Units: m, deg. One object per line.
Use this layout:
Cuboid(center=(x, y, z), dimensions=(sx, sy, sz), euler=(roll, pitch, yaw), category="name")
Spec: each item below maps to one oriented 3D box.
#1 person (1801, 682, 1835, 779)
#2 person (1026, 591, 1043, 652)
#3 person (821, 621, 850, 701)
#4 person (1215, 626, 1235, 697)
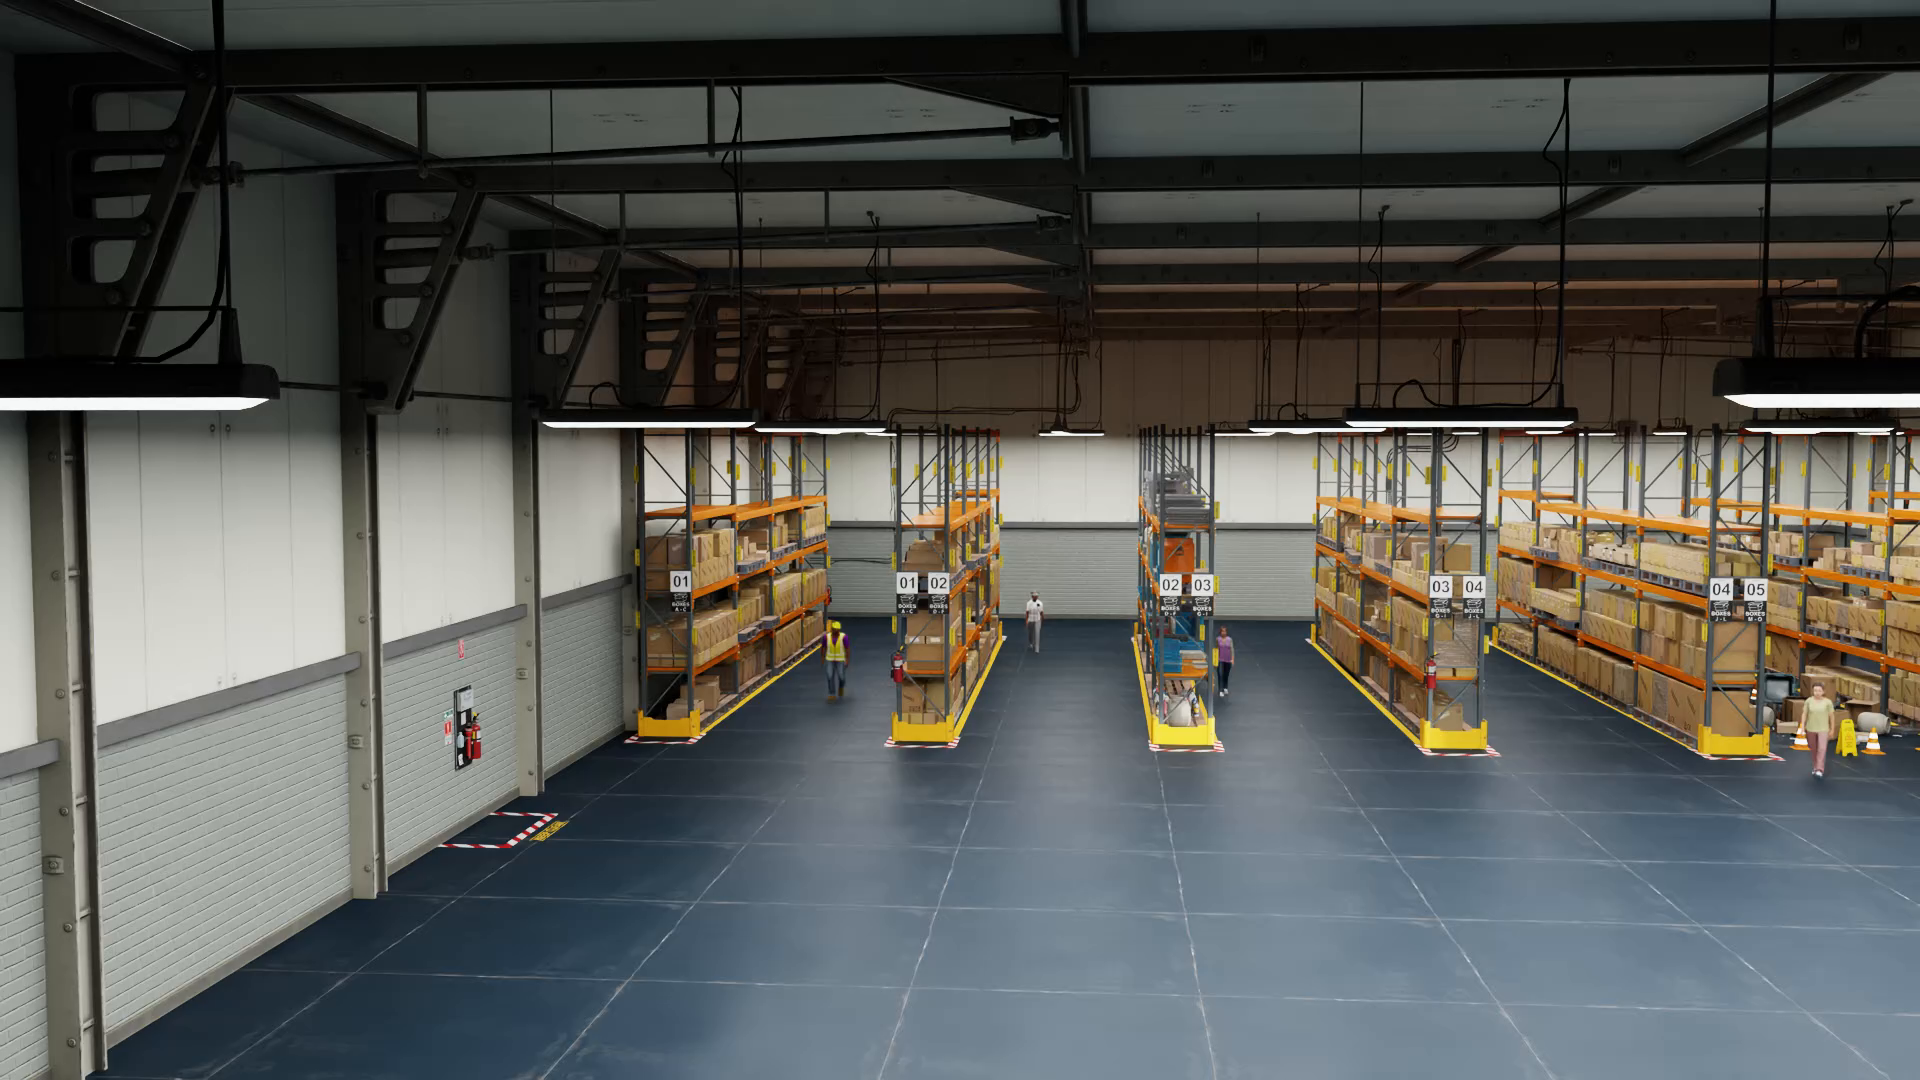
Cuboid(center=(14.363, 3.195, 27.900), dimensions=(0.470, 1.612, 1.070), euler=(3, 5, 41), category="person")
Cuboid(center=(2.005, 2.165, 44.696), dimensions=(0.474, 1.625, 1.045), euler=(0, 3, 4), category="person")
Cuboid(center=(-2.740, 2.637, 36.513), dimensions=(0.642, 1.745, 0.664), euler=(0, 3, -1), category="person")
Cuboid(center=(5.865, 2.737, 36.847), dimensions=(0.434, 1.443, 0.946), euler=(0, 3, 3), category="person")
